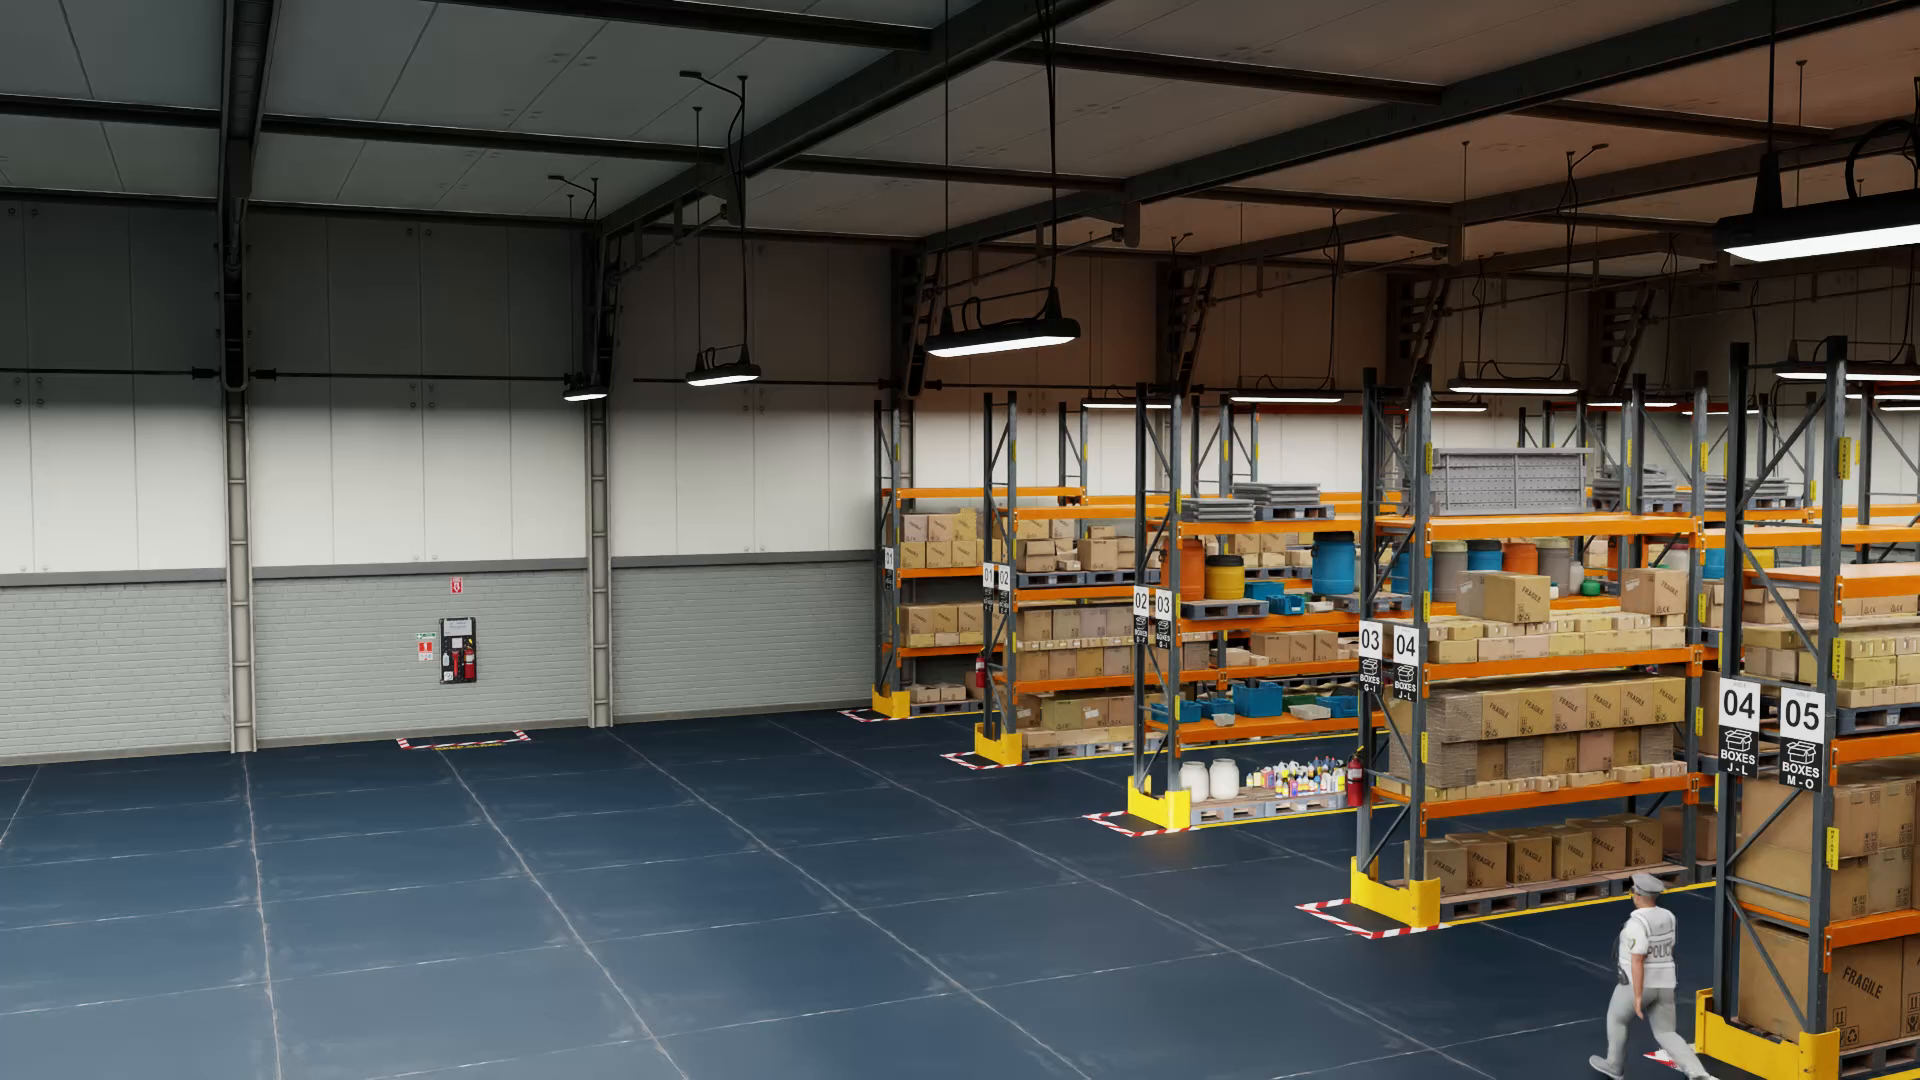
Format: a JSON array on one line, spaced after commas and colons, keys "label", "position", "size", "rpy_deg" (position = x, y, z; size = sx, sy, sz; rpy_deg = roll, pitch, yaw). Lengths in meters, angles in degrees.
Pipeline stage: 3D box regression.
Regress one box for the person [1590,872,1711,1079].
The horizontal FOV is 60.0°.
[{"label": "person", "position": [5.513, 3.528, 13.245], "size": [0.570, 1.711, 1.064], "rpy_deg": [-1, 4, -19]}]
